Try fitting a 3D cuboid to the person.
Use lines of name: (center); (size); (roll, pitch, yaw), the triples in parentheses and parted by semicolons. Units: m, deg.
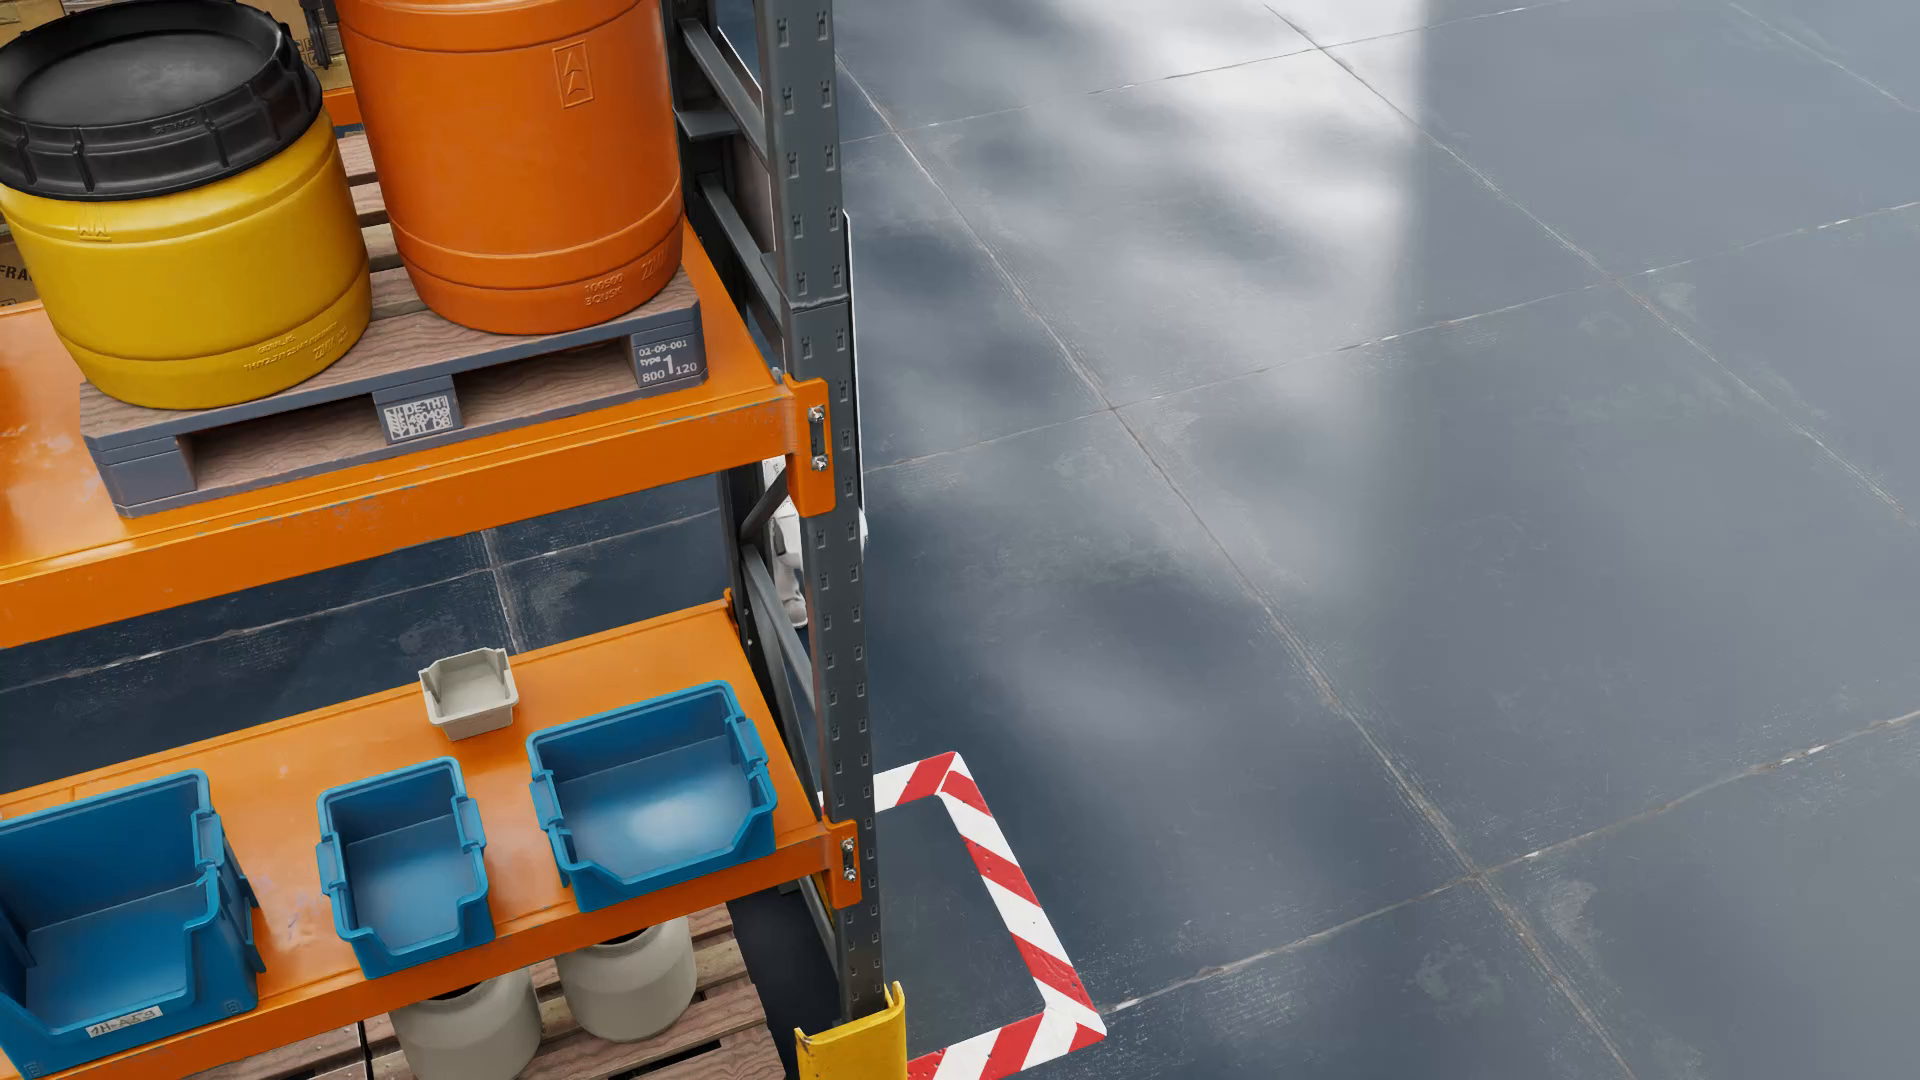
person: (-0.685, -0.178, 6.877); (0.459, 0.981, 0.855); (-17, 45, -18)
